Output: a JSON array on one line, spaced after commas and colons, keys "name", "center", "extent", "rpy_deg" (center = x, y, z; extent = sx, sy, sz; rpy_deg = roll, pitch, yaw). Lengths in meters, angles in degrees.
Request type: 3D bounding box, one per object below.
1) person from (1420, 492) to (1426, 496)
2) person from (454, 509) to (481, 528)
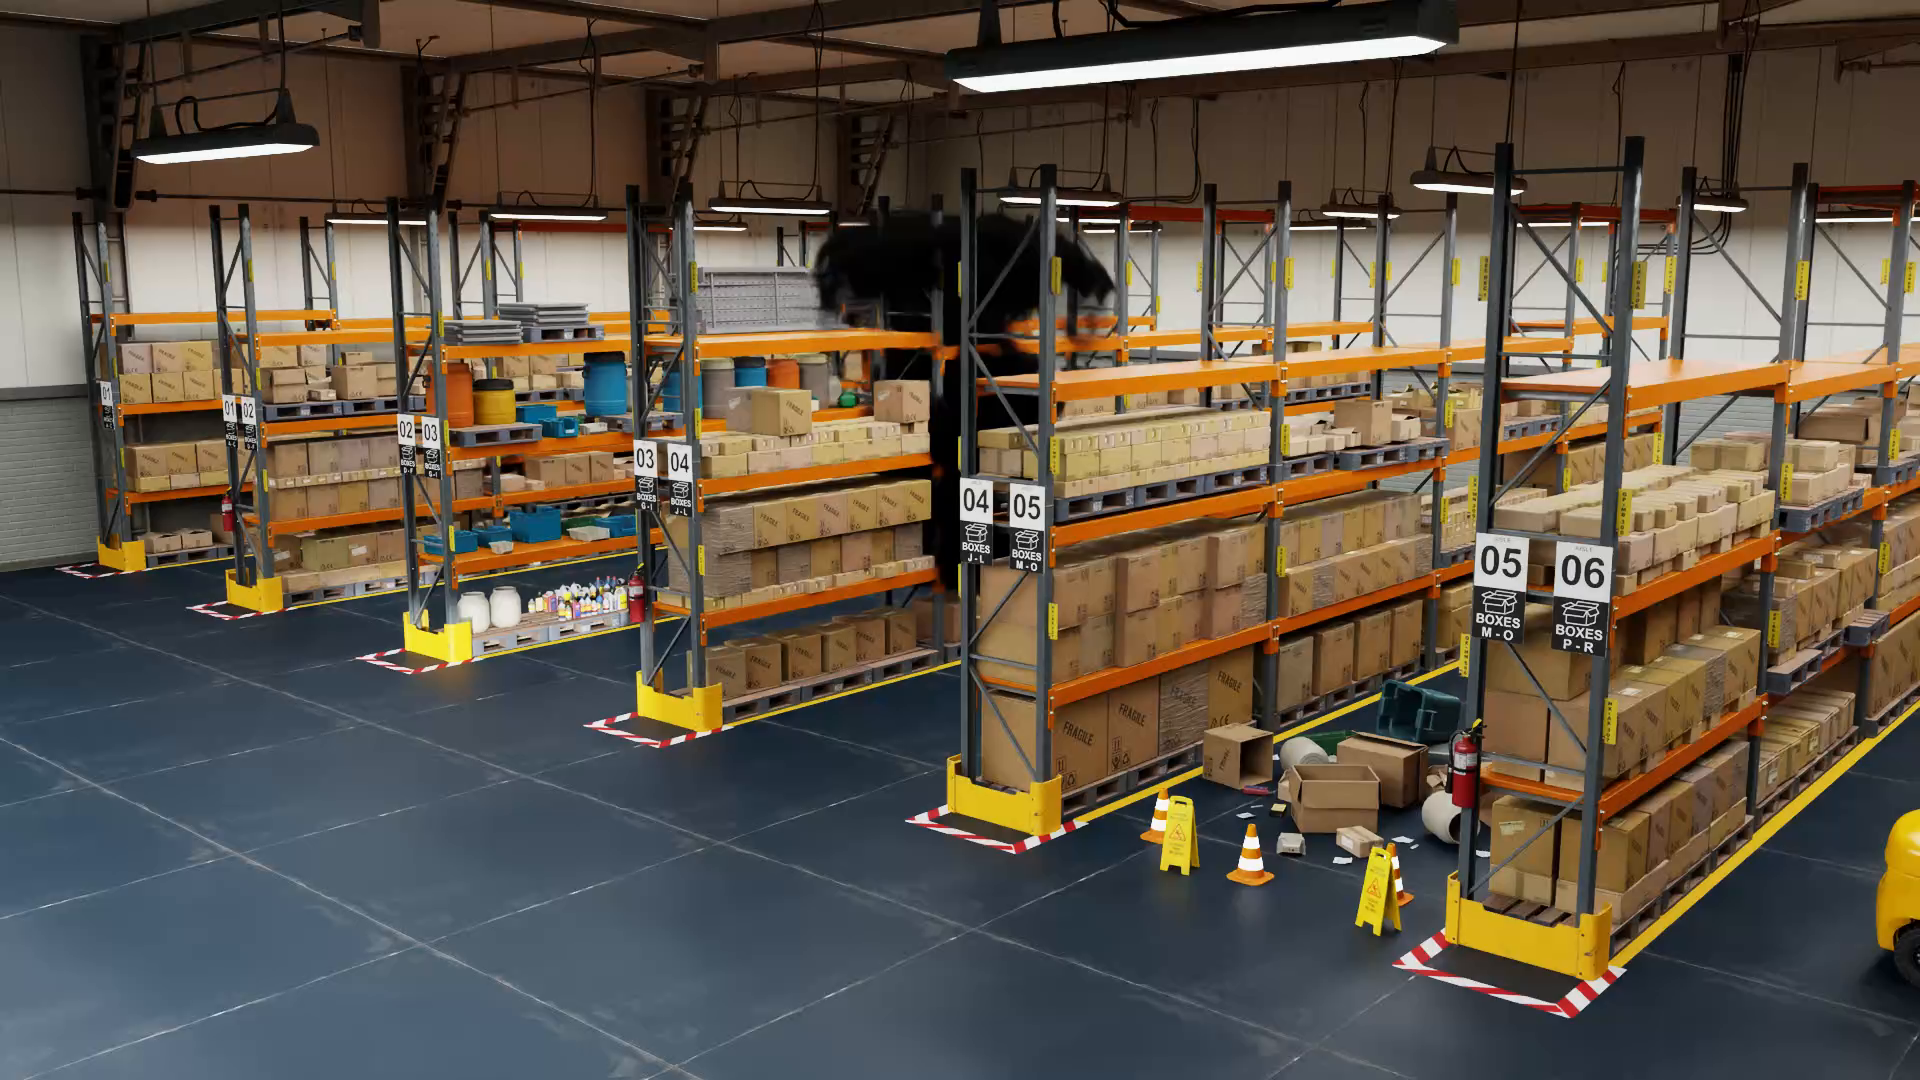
[{"name": "person", "center": [7.182, 0.101, 25.829], "extent": [0.800, 1.689, 0.553], "rpy_deg": [-7, 12, -37]}, {"name": "person", "center": [-8.754, -0.581, 29.657], "extent": [0.686, 1.778, 0.861], "rpy_deg": [8, 13, 41]}]
